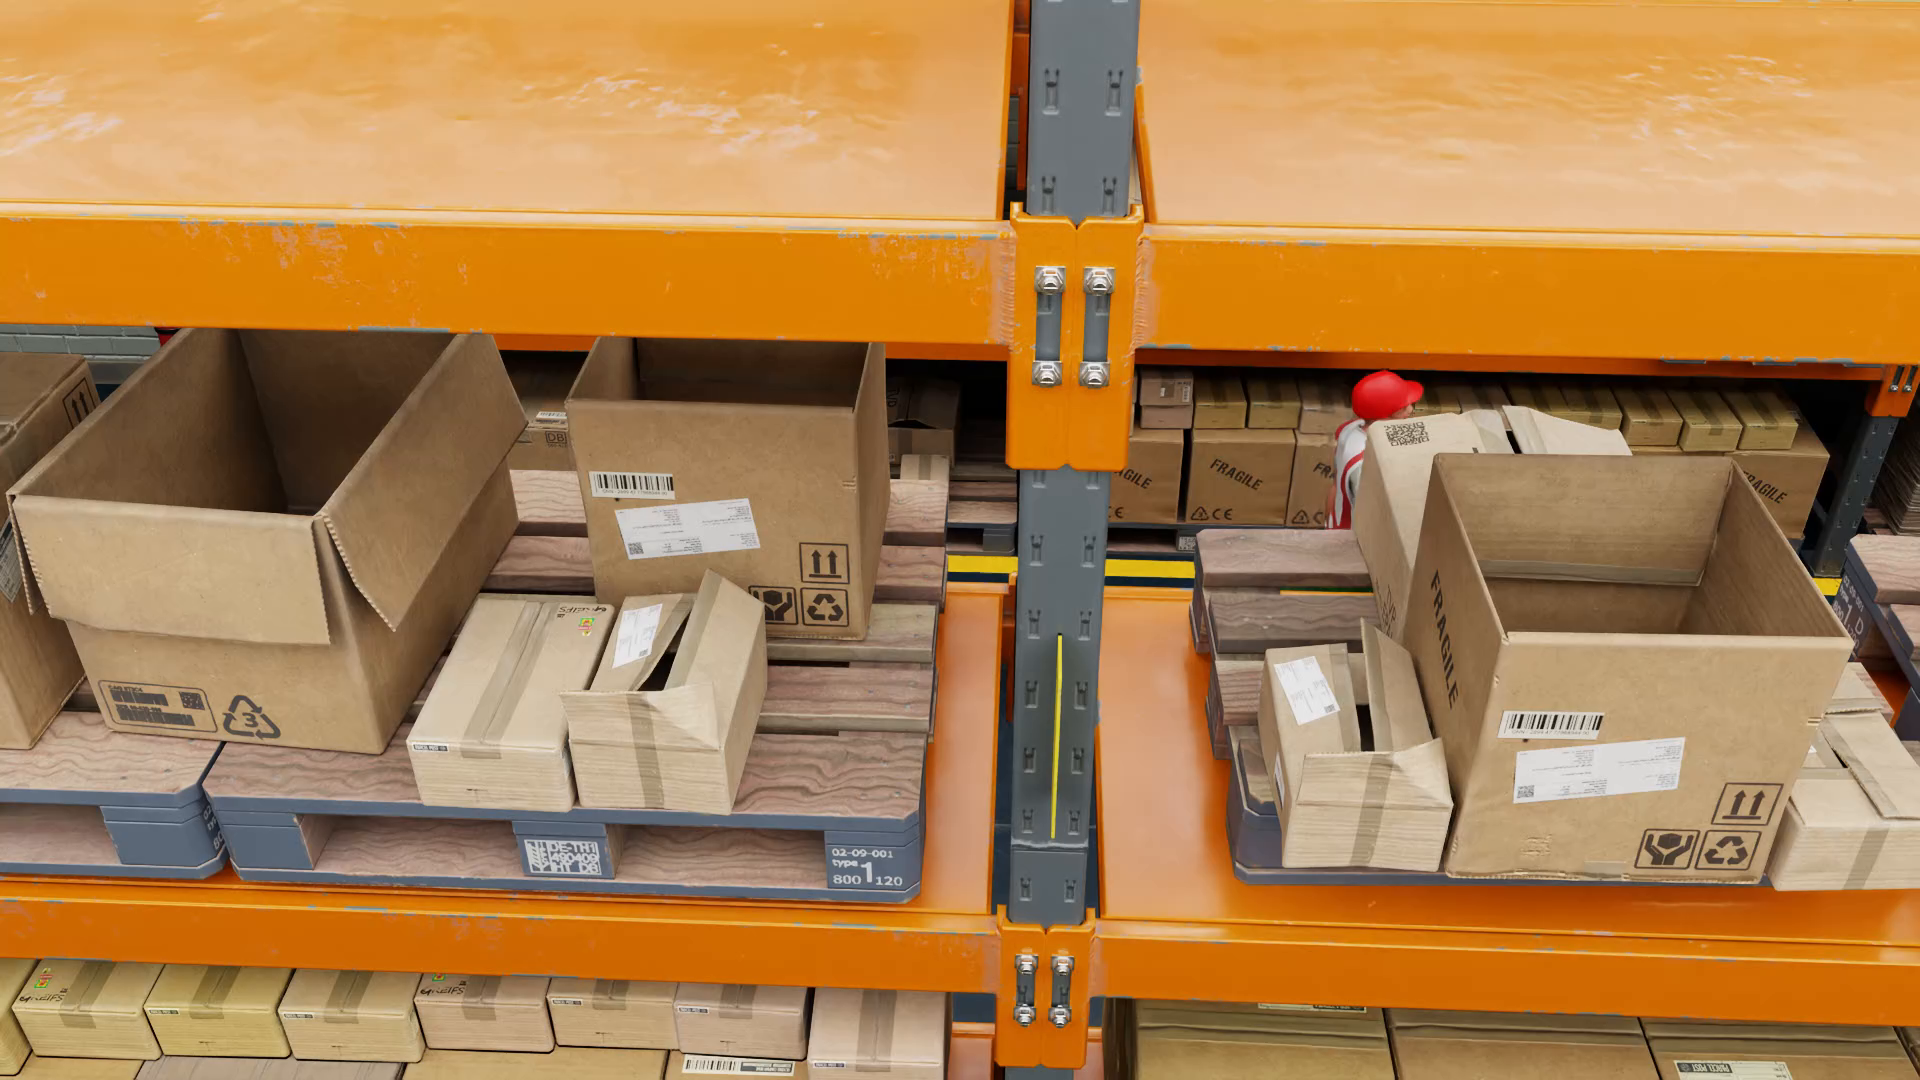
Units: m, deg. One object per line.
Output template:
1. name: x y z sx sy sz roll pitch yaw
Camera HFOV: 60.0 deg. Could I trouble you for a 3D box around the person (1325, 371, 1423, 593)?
1. person: 1.669 0.068 6.995 1.005 1.749 0.531 5 36 8
